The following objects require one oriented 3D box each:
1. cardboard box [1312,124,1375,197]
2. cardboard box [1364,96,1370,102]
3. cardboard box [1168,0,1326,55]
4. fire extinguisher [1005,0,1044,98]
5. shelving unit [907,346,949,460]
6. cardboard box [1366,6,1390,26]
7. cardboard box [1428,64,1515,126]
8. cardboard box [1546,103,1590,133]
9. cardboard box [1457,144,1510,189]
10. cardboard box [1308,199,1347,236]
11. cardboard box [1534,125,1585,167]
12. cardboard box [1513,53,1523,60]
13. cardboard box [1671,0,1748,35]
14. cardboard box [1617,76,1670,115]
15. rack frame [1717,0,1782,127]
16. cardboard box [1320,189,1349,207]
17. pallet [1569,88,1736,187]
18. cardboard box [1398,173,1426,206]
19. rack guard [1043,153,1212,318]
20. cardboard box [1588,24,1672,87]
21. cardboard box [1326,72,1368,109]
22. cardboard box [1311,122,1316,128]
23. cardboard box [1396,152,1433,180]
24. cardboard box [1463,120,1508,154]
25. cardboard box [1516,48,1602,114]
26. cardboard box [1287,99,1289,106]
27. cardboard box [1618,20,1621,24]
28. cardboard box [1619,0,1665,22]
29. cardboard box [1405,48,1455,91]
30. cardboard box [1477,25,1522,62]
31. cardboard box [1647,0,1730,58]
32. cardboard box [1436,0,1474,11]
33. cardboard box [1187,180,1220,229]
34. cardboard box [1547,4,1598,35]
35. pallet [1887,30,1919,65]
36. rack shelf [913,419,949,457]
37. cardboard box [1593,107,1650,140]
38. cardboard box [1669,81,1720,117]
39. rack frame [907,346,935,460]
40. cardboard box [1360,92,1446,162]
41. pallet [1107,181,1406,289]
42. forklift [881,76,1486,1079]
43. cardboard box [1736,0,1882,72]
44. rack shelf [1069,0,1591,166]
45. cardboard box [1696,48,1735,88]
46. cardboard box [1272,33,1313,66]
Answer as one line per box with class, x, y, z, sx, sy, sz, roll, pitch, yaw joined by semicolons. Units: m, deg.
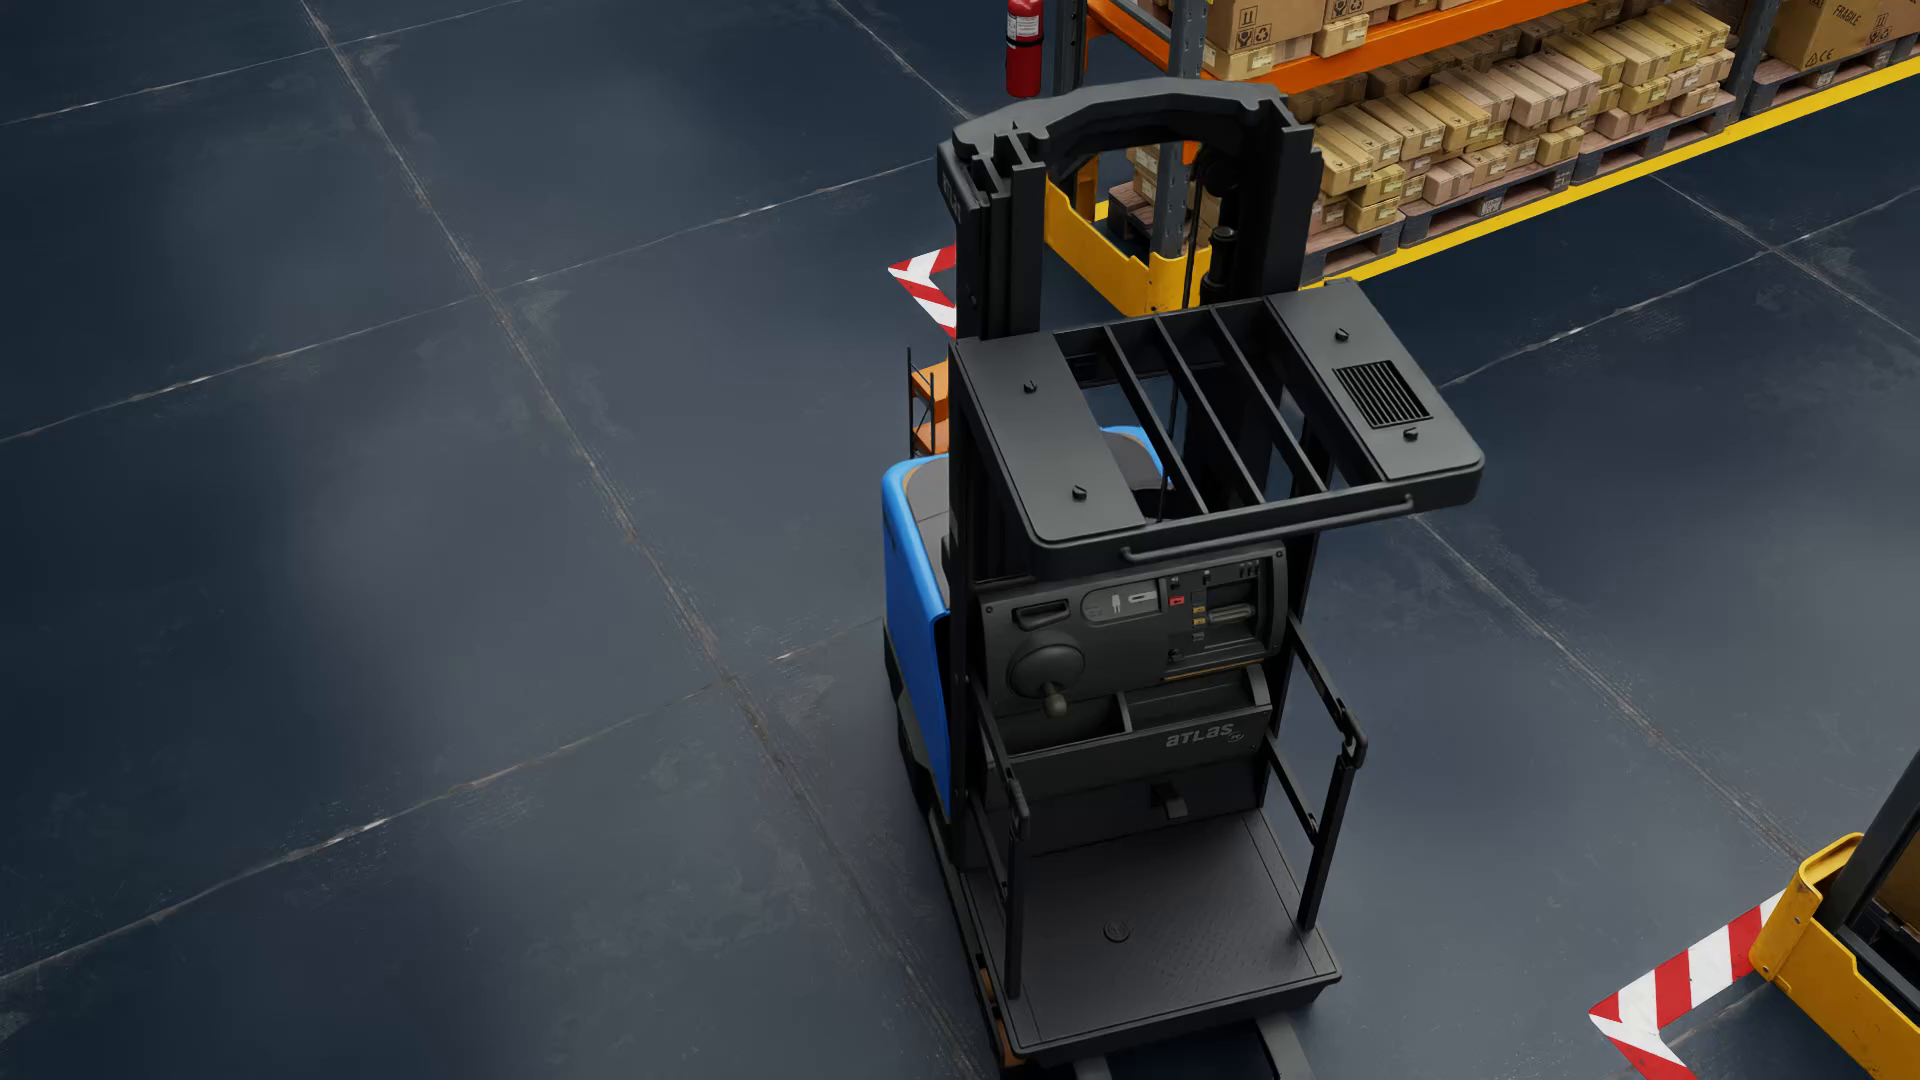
cardboard box;1.841;-1.895;8.296;0.250;0.149;0.380;-22;48;-21
cardboard box;2.196;-2.435;9.066;0.250;0.149;0.380;-20;47;-19
cardboard box;1.283;-2.530;7.347;0.500;0.500;0.500;-20;47;-19
fire extinguisher;0.308;-2.428;7.851;0.183;0.674;0.296;-22;48;-21
shelving unit;-0.046;-0.358;6.795;0.252;1.050;0.215;-22;48;-21
cardboard box;1.817;-2.570;7.854;0.250;0.149;0.380;-20;47;-19
cardboard box;2.682;-2.330;8.745;0.250;0.149;0.380;-22;48;-21
cardboard box;3.181;-2.386;9.016;0.250;0.149;0.380;-21;48;-20
cardboard box;2.705;-2.059;8.893;0.250;0.149;0.380;-22;48;-21
cardboard box;1.768;-1.745;8.569;0.250;0.149;0.380;-21;48;-21
cardboard box;3.157;-2.213;9.051;0.250;0.149;0.380;-22;48;-21
cardboard box;3.148;-2.748;9.389;0.250;0.149;0.380;-24;49;-23
cardboard box;4.741;-3.449;10.073;0.500;0.500;0.500;-23;49;-22
cardboard box;3.658;-2.514;9.148;0.250;0.149;0.380;-23;49;-22
rack frame;4.225;-3.786;8.927;0.127;3.000;1.000;-22;48;-21
cardboard box;1.772;-1.859;8.473;0.250;0.149;0.380;-21;48;-20
pallet;3.660;-2.531;9.636;1.213;0.211;1.003;-22;48;-21
cardboard box;2.218;-1.914;8.743;0.250;0.149;0.380;-22;48;-21
rack guard;0.822;-1.528;8.395;0.348;0.500;1.175;-22;48;-21
cardboard box;3.632;-2.644;9.068;0.250;0.149;0.380;-22;48;-21
cardboard box;1.958;-2.474;8.893;0.250;0.149;0.380;-20;48;-20
cardboard box;1.806;-2.201;8.825;0.250;0.149;0.380;-22;48;-21
cardboard box;2.232;-2.032;8.651;0.250;0.149;0.380;-24;49;-23
cardboard box;2.685;-2.239;8.864;0.250;0.149;0.380;-20;47;-19
cardboard box;3.179;-2.451;8.869;0.250;0.149;0.380;-24;49;-23
cardboard box;1.497;-2.295;8.709;0.250;0.149;0.380;-23;49;-22
cardboard box;3.751;-3.088;9.740;0.250;0.149;0.380;-20;47;-19
cardboard box;3.823;-3.133;9.572;0.250;0.149;0.380;-20;48;-19
cardboard box;2.455;-2.606;9.029;0.250;0.149;0.380;-22;48;-21
cardboard box;2.884;-2.812;9.242;0.250;0.149;0.380;-21;48;-20
cardboard box;4.046;-2.847;9.277;0.250;0.149;0.380;-20;48;-20
cardboard box;2.293;-2.718;8.006;0.250;0.149;0.380;-23;49;-22
cardboard box;1.339;-1.660;8.268;0.250;0.149;0.380;-20;48;-19
cardboard box;3.360;-2.956;9.389;0.250;0.149;0.380;-22;48;-21
pallet;5.958;-3.483;10.616;1.213;0.211;1.003;-22;48;-21
rack shelf;-0.046;-0.351;6.802;0.240;0.259;0.215;-22;48;-21
cardboard box;3.591;-2.402;9.246;0.250;0.149;0.380;-23;49;-22
cardboard box;4.055;-2.572;9.421;0.250;0.149;0.380;-21;48;-20
rack frame;-0.152;-0.316;6.751;0.008;1.050;0.200;-22;48;-21
cardboard box;2.260;-2.121;8.530;0.250;0.149;0.380;-20;48;-19
pallet;1.544;-1.685;8.764;1.213;0.211;1.003;-22;48;-21
forklift;0.572;0.354;4.710;1.130;2.935;3.031;-10;45;-10
cardboard box;4.998;-3.136;9.750;0.500;0.500;0.500;-20;48;-19
rack shelf;2.491;-2.834;8.463;4.000;0.370;1.077;-22;48;-21
cardboard box;4.110;-2.719;9.360;0.250;0.149;0.380;-21;48;-20
cardboard box;1.401;-2.336;7.613;0.250;0.149;0.380;-20;48;-20
